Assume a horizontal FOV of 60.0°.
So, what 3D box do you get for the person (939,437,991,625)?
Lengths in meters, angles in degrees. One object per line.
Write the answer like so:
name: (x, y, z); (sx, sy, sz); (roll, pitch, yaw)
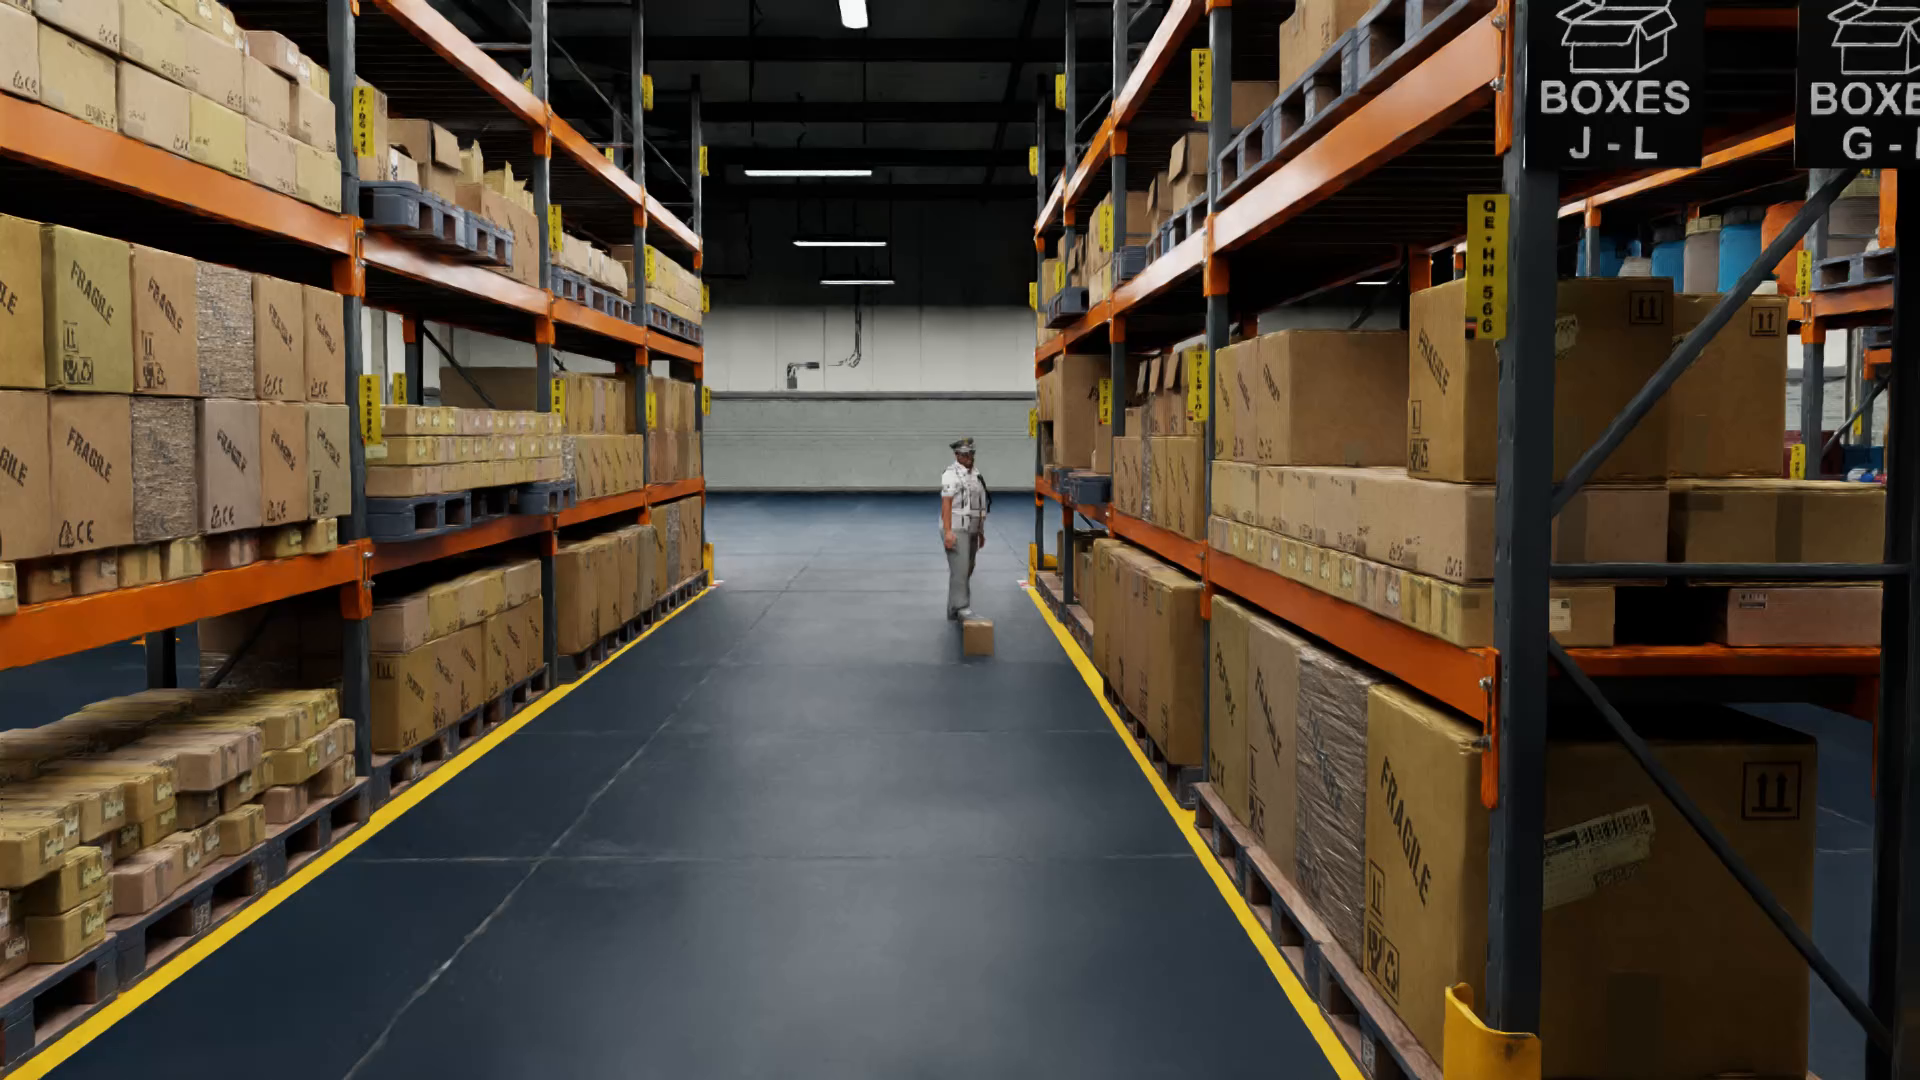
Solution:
person: (0.070, -0.081, 15.538); (0.577, 1.755, 0.638); (2, 4, 28)
